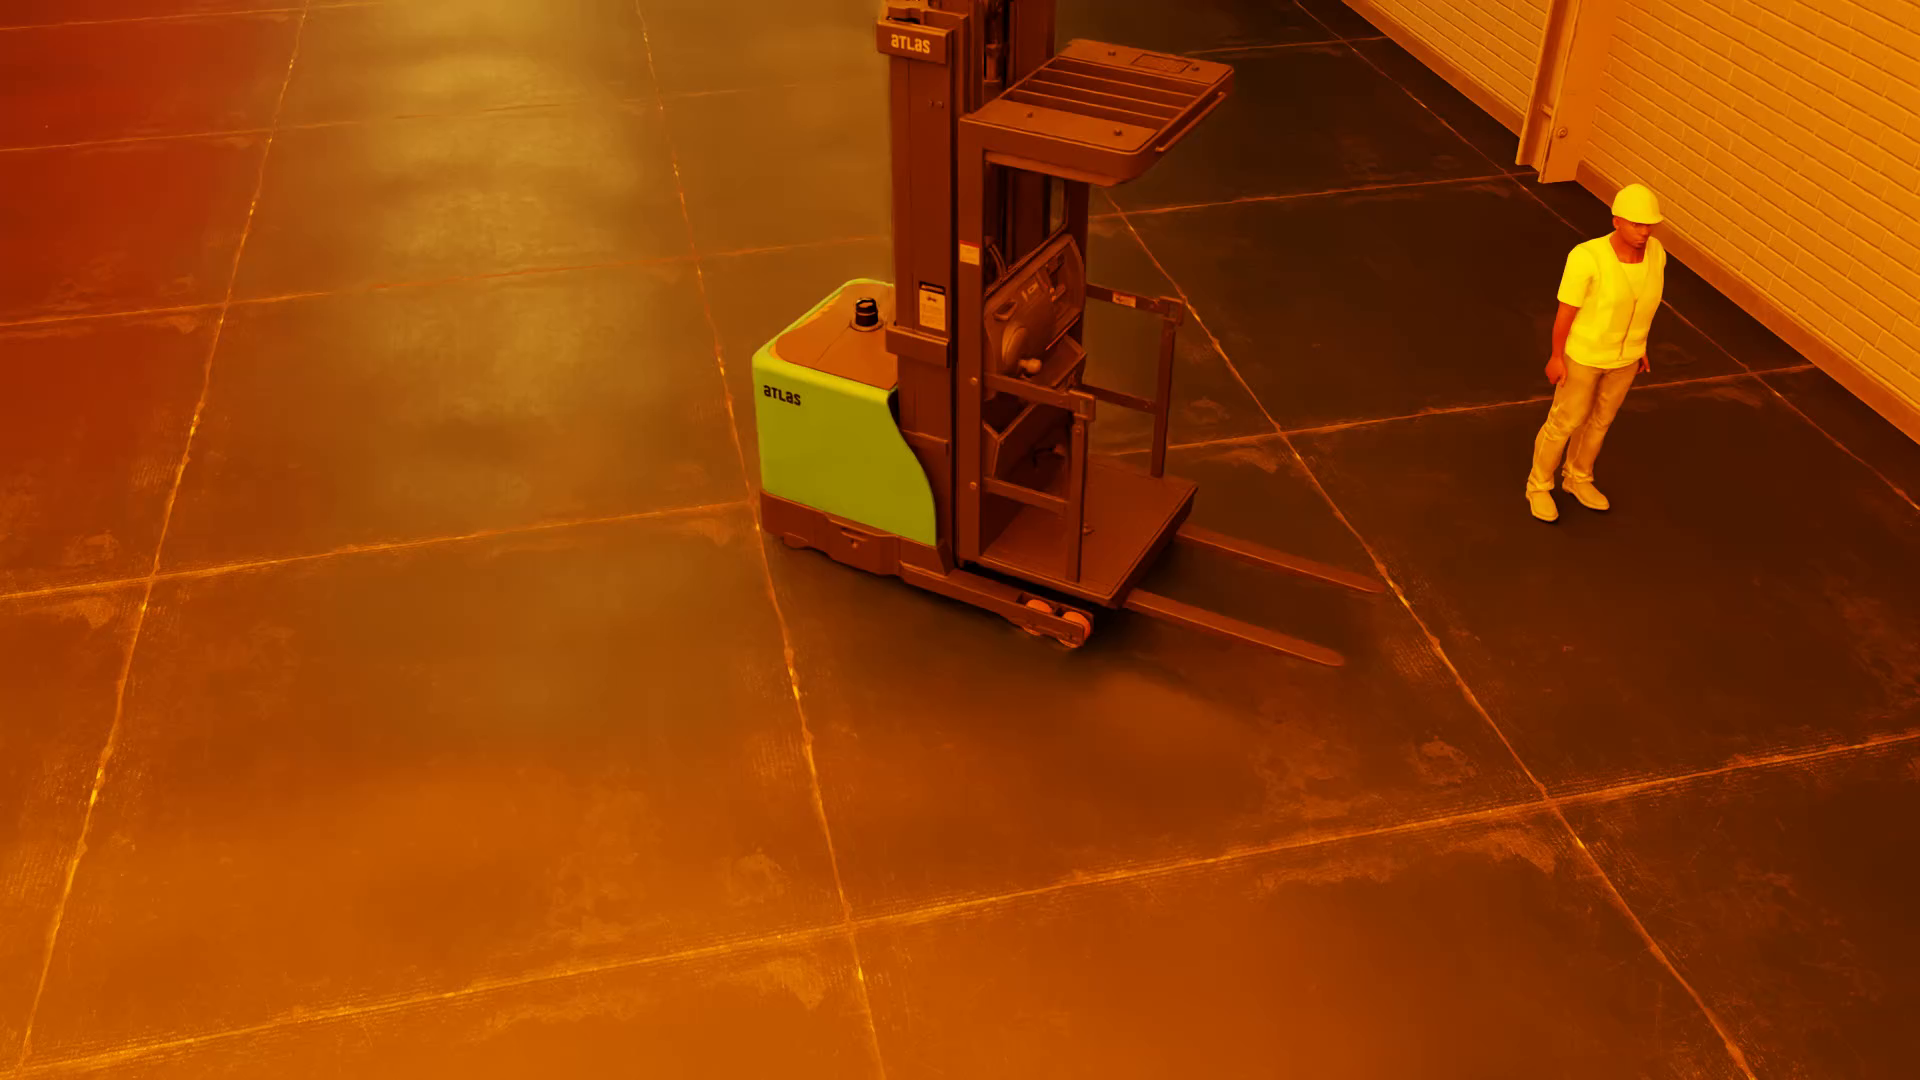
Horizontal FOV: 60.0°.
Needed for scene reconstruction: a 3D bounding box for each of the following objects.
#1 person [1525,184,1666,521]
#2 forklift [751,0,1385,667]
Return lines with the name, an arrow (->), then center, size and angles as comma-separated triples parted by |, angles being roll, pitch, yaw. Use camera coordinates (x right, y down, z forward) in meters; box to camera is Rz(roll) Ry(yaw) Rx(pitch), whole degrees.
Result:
person -> 3.221, -0.930, 8.339 | 0.562, 1.771, 0.370 | -10, 37, -13
forklift -> 0.524, -1.039, 7.494 | 3.031, 2.935, 1.130 | 18, 39, 23
